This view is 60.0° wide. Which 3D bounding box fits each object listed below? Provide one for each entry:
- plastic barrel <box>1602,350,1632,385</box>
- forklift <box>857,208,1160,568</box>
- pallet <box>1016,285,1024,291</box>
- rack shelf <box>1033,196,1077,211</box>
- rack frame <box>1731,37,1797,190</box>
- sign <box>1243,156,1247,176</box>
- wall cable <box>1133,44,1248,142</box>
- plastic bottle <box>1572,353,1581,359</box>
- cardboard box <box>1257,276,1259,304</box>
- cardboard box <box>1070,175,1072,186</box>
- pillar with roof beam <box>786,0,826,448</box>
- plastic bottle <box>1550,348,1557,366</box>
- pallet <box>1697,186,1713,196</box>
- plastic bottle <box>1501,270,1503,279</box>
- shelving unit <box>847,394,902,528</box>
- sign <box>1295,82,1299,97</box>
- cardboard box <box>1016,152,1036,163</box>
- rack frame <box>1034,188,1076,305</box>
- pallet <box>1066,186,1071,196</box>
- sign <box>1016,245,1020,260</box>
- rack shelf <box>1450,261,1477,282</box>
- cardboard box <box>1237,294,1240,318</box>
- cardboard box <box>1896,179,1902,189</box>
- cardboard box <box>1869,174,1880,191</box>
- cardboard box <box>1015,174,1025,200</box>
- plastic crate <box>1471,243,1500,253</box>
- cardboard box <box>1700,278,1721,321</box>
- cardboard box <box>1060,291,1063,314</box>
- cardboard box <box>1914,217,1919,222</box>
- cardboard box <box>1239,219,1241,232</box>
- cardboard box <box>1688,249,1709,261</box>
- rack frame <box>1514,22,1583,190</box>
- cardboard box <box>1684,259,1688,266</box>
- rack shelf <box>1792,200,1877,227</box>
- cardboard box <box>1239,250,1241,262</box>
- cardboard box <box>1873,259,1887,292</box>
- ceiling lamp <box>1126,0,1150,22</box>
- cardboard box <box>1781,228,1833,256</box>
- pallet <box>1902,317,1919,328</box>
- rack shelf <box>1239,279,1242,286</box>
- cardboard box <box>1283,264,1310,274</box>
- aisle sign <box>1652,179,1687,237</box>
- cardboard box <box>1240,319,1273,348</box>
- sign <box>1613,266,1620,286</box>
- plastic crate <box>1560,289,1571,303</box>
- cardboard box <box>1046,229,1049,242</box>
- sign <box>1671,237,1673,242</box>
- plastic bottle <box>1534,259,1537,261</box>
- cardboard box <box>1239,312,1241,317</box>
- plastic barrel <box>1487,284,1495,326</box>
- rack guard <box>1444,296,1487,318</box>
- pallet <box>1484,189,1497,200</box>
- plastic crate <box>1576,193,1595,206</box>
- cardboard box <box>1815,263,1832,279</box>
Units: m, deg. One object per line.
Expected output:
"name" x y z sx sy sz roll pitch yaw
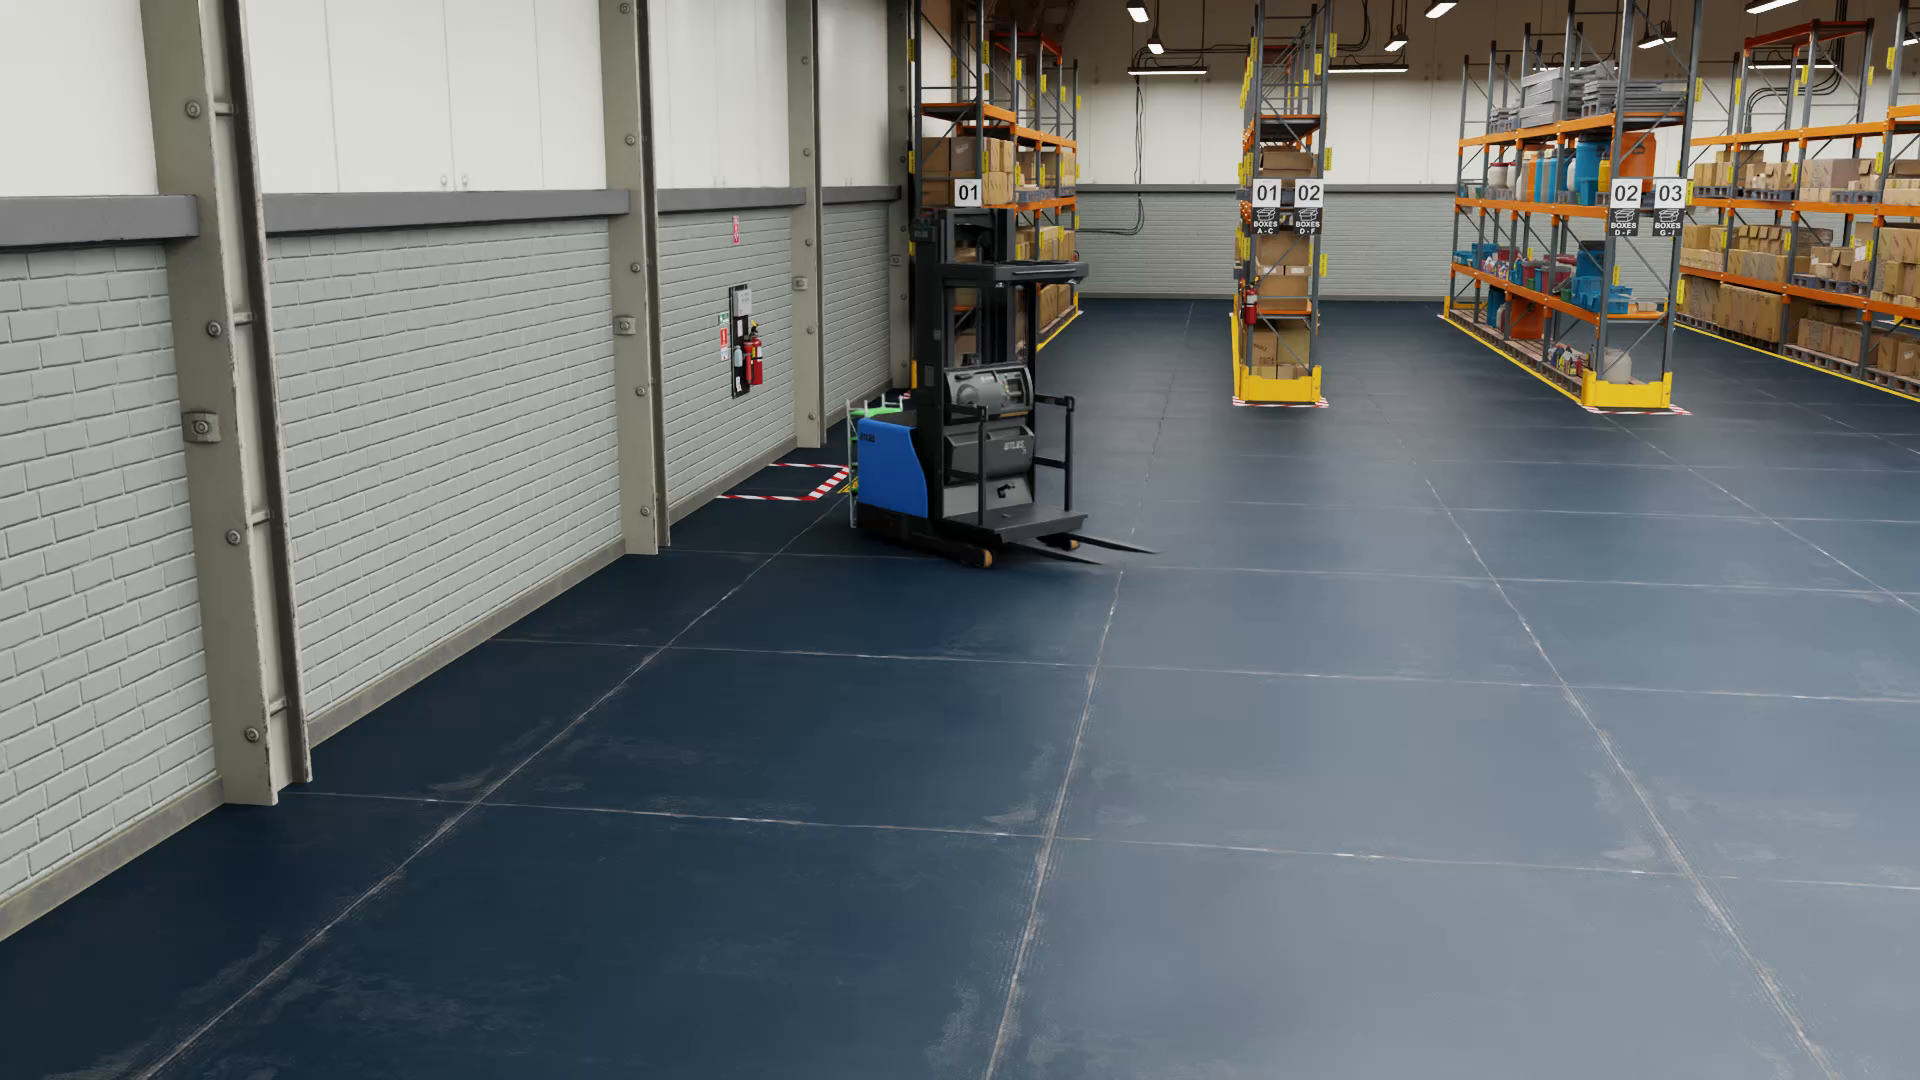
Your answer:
"plastic barrel" 9.650 -2.518 24.465 0.421 0.512 0.421 0 12 0
"forklift" 0.391 -1.313 14.130 1.130 2.935 3.031 -10 16 -39
"pallet" 0.711 -4.603 29.689 1.003 0.211 1.213 2 12 9
"rack shelf" 1.988 -7.739 38.372 1.077 0.370 4.000 2 12 9
"rack frame" 16.363 -8.659 33.814 1.000 3.000 0.127 2 12 9
"sign" 4.808 -6.272 27.880 0.100 0.325 0.005 2 12 9
"wall cable" 6.192 -12.003 44.710 3.097 2.526 0.112 2 12 9
"plastic bottle" 9.761 -2.823 26.396 0.152 0.276 0.135 2 12 9
"cardboard box" 4.973 -3.909 25.773 0.700 0.500 0.500 2 12 9
"cardboard box" 2.366 -8.419 38.939 0.500 0.250 0.500 1 12 7
"pillar with roof beam" 2.419 -5.428 18.820 9.100 9.000 0.400 2 12 9
"plastic bottle" 9.734 -2.985 27.145 0.152 0.276 0.135 2 12 11
"pallet" 16.690 -7.573 36.103 1.003 0.211 1.213 2 12 9
"plastic bottle" 10.611 -5.188 32.416 0.097 0.201 0.097 0 12 0
"shelving unit" -0.781 -0.735 15.538 0.258 1.200 0.503 8 14 38
"sign" 7.125 -9.498 35.114 0.100 0.325 0.005 2 12 9
"cardboard box" 1.345 -8.011 34.862 0.500 0.250 0.500 1 12 7
"rack frame" 2.295 -7.041 40.544 1.000 3.000 0.127 2 12 9
"pallet" 2.006 -8.054 38.337 1.003 0.211 1.213 2 12 9
"sign" 0.987 -4.950 28.787 0.100 0.325 0.005 2 12 9
"rack shelf" 11.777 -5.952 37.198 1.077 0.370 4.000 2 12 9
"cardboard box" 6.383 -5.169 36.749 0.500 0.500 0.500 2 12 9
"cardboard box" 14.805 -5.534 25.841 0.380 0.149 0.250 1 12 6
"cardboard box" 15.179 -5.866 27.296 0.396 0.266 0.258 2 12 11
"cardboard box" 0.774 -6.635 31.249 0.797 0.503 0.637 4 13 17
"plastic crate" 12.218 -6.691 38.693 0.616 0.435 0.499 2 12 9
"cardboard box" 16.682 -5.215 36.120 0.875 0.875 0.875 2 12 9
"cardboard box" 1.977 -5.448 38.091 0.700 0.500 0.500 2 12 8
"cardboard box" 21.533 -6.976 36.925 0.500 0.500 0.500 2 12 8
"cardboard box" 6.862 -7.335 39.298 0.500 0.500 0.500 2 12 10
"cardboard box" 16.484 -6.327 36.883 0.500 0.250 0.500 1 12 7
"rack frame" 10.854 -7.987 30.695 1.000 3.000 0.127 2 12 9
"cardboard box" 16.482 -6.212 37.295 0.380 0.149 0.250 2 12 8
"rack shelf" 15.441 -5.592 28.410 1.077 0.370 4.000 2 12 9
"cardboard box" 6.239 -6.066 34.786 0.700 0.500 0.500 4 13 18
"cardboard box" 15.003 -4.164 26.251 0.875 0.500 0.500 2 12 9
"ceiling lamp" 3.202 -10.210 27.154 0.800 3.185 2.000 2 12 9
"cardboard box" 15.877 -5.585 31.170 0.797 0.503 0.637 2 12 11
"pallet" 21.692 -4.831 36.907 1.003 0.211 1.213 2 12 9
"rack shelf" 6.268 -5.280 34.083 1.077 0.370 4.000 2 12 9
"cardboard box" 5.041 -4.046 24.871 0.380 0.149 0.250 2 12 7
"aisle sign" 9.902 -4.635 23.212 0.394 0.787 0.004 2 12 9
"cardboard box" 4.811 -3.316 27.011 0.500 0.500 0.500 2 12 9
"sign" 10.781 -4.337 27.341 0.100 0.325 0.005 2 12 9
"plastic crate" 9.751 -3.845 26.217 0.450 0.188 0.662 2 12 9
"cardboard box" 1.545 -6.248 34.096 0.500 0.250 0.500 2 12 9
"sign" 16.431 -7.040 38.299 0.100 0.325 0.005 2 12 9
"plastic bottle" 11.482 -5.432 33.195 0.144 0.351 0.185 2 12 9
"cardboard box" 5.517 -4.142 31.291 0.500 0.311 0.500 2 12 7
"plastic barrel" 11.369 -4.954 34.844 0.600 0.901 0.708 2 12 9
"rack guard" 12.075 -5.503 39.343 1.175 0.500 0.348 2 12 9
"pallet" 11.445 -7.095 34.123 1.213 0.211 1.003 2 12 9
"plastic crate" 9.727 -5.265 25.686 0.336 0.188 0.450 2 12 9
"cardboard box" 15.263 -4.685 28.969 0.500 0.250 0.500 2 12 7
